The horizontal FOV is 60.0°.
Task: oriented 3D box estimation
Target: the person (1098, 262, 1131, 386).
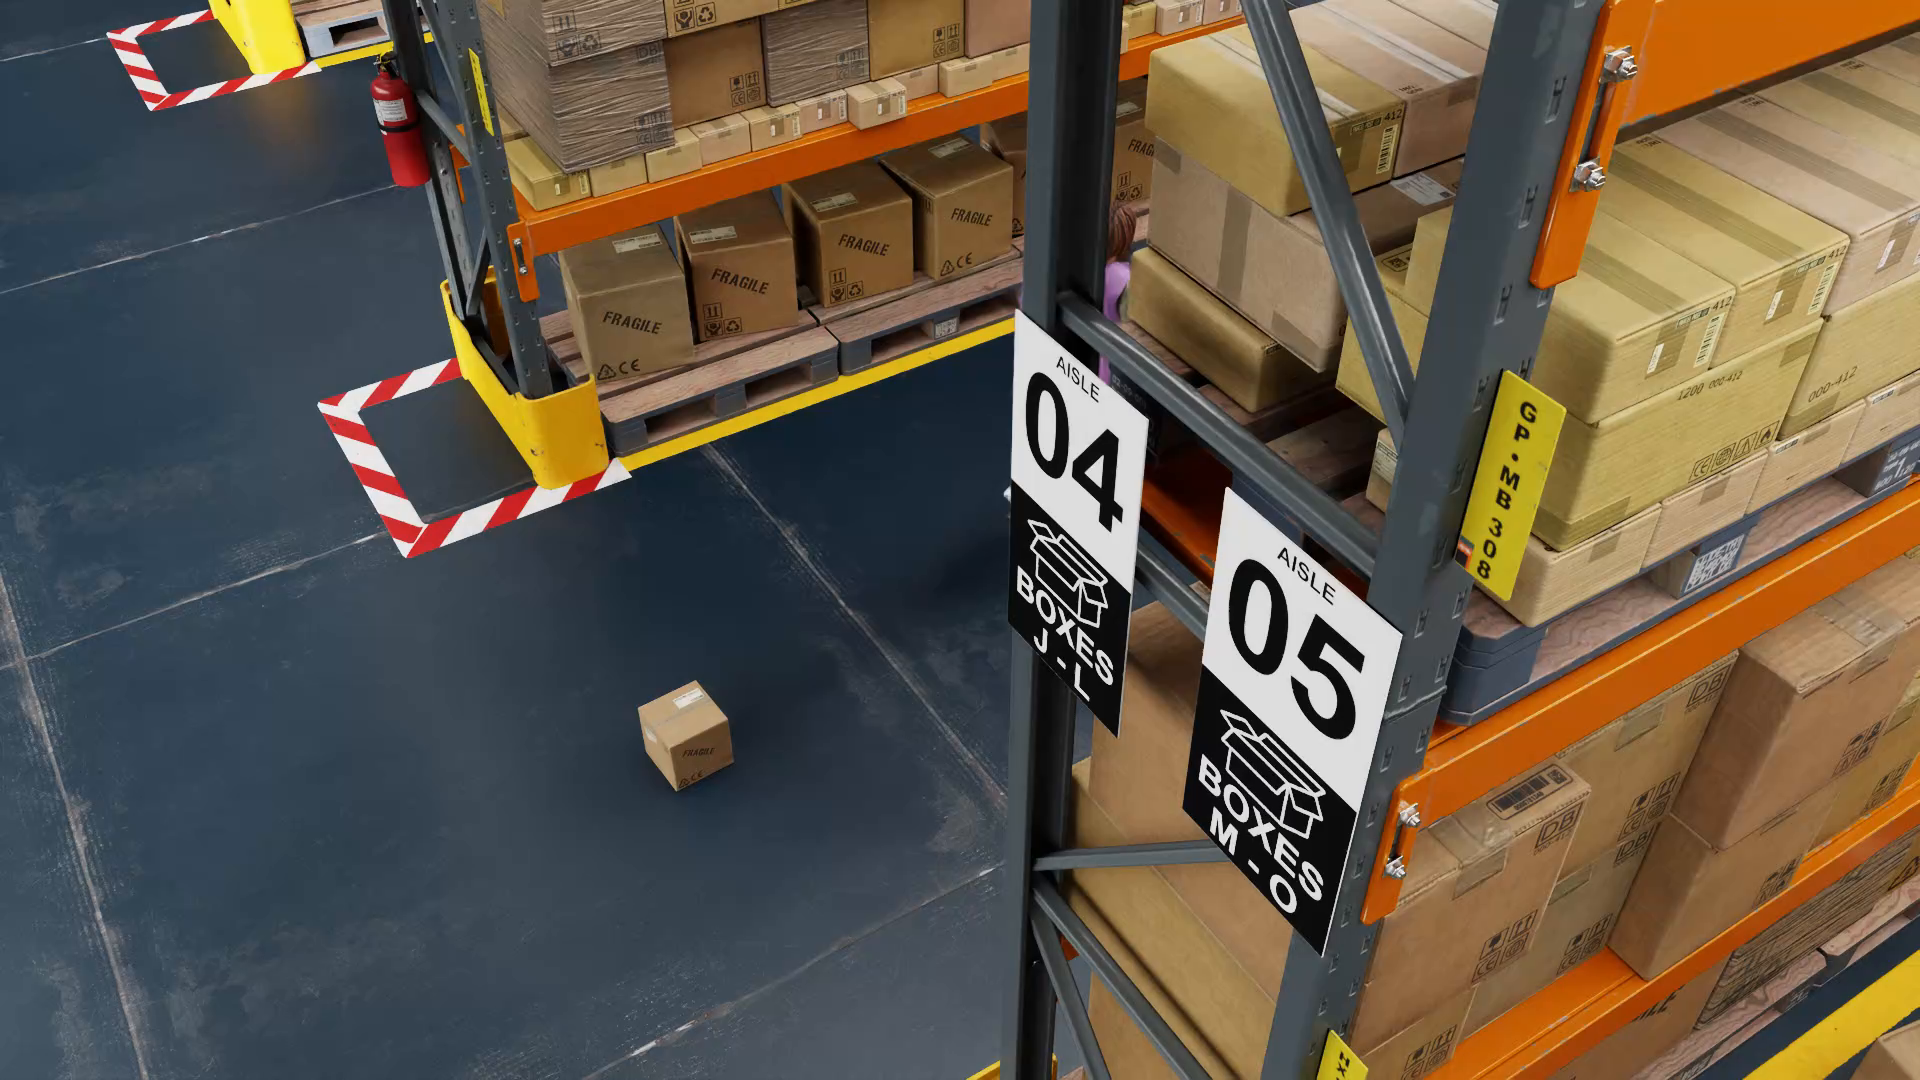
[{"bbox_3d":[0.591,-0.627,7.017,0.460,1.356,0.349,-30,50,-30],"label":"person"}]
